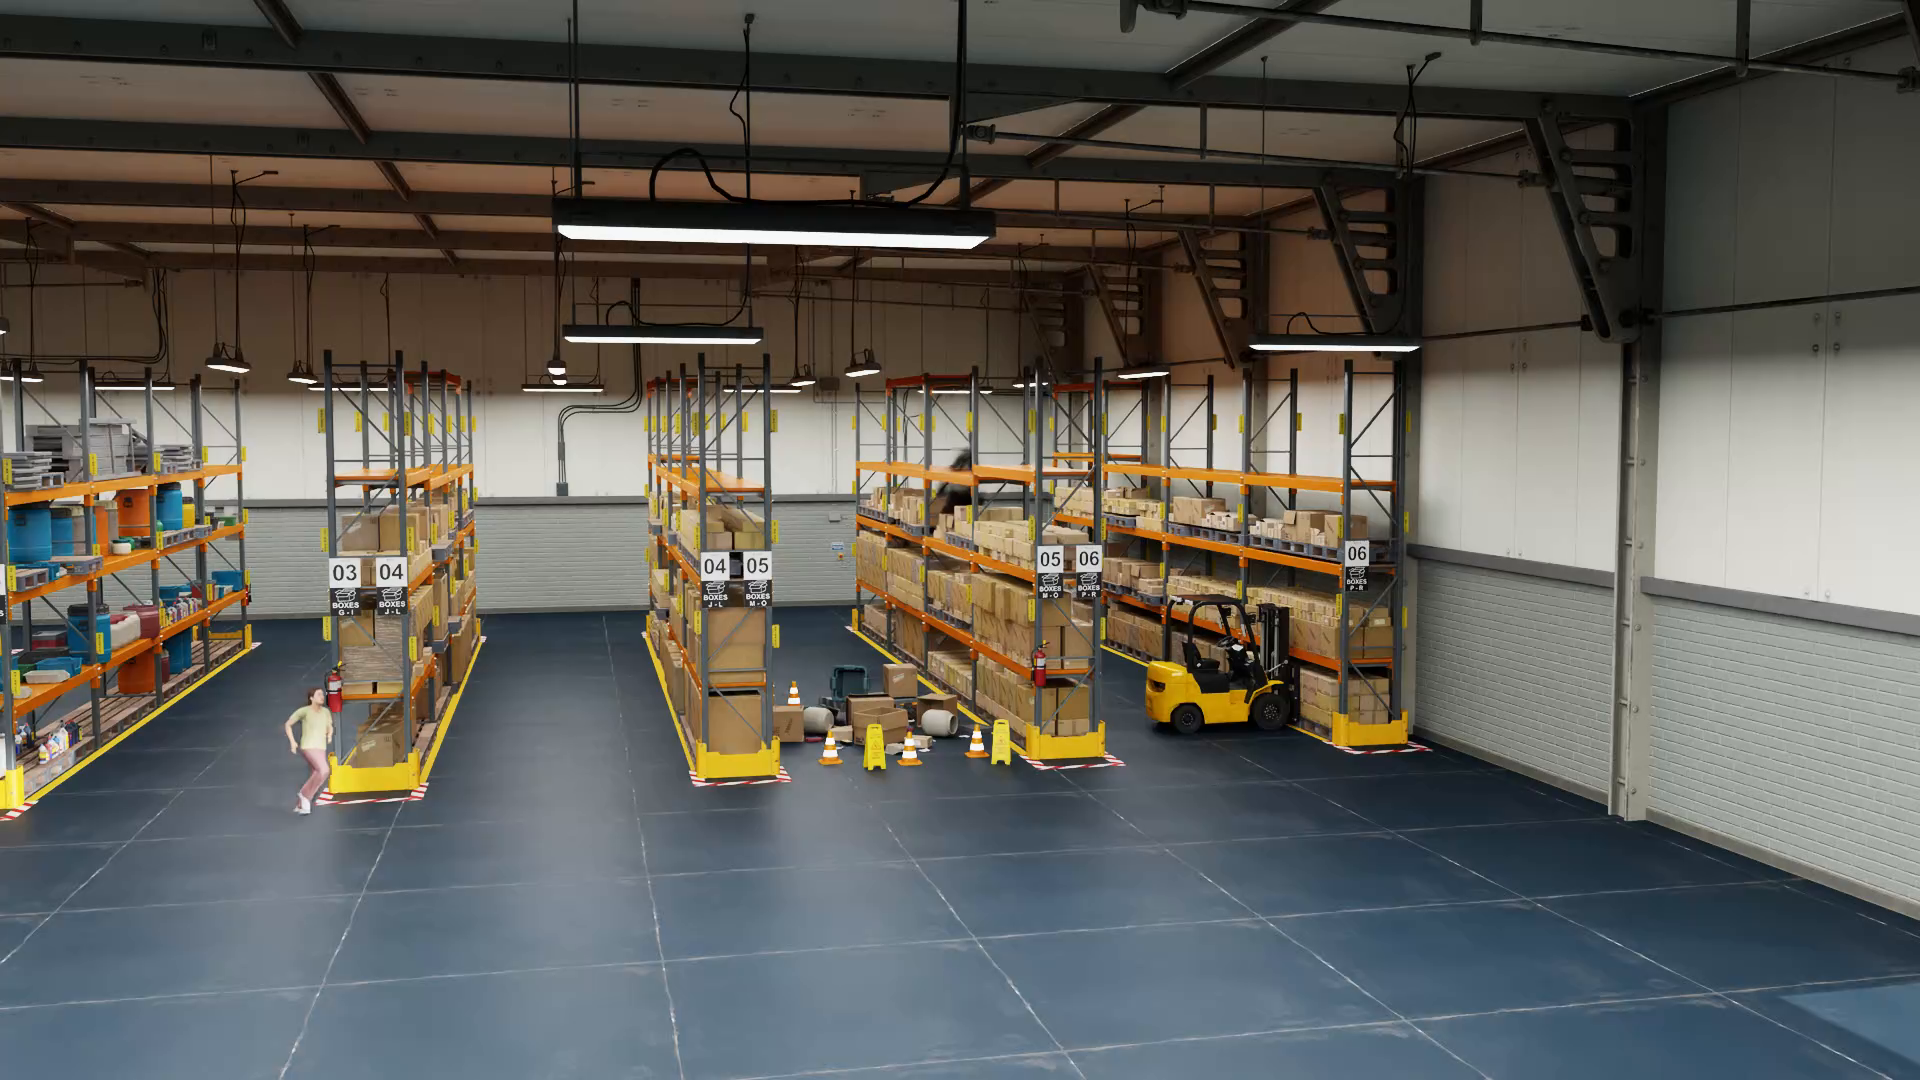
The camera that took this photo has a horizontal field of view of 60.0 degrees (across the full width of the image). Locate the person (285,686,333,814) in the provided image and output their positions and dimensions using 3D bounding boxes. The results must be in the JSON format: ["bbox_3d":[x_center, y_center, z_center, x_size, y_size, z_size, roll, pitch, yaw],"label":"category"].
[{"bbox_3d":[-8.267,2.698,21.406,0.569,1.615,0.571,2,5,29],"label":"person"}]
